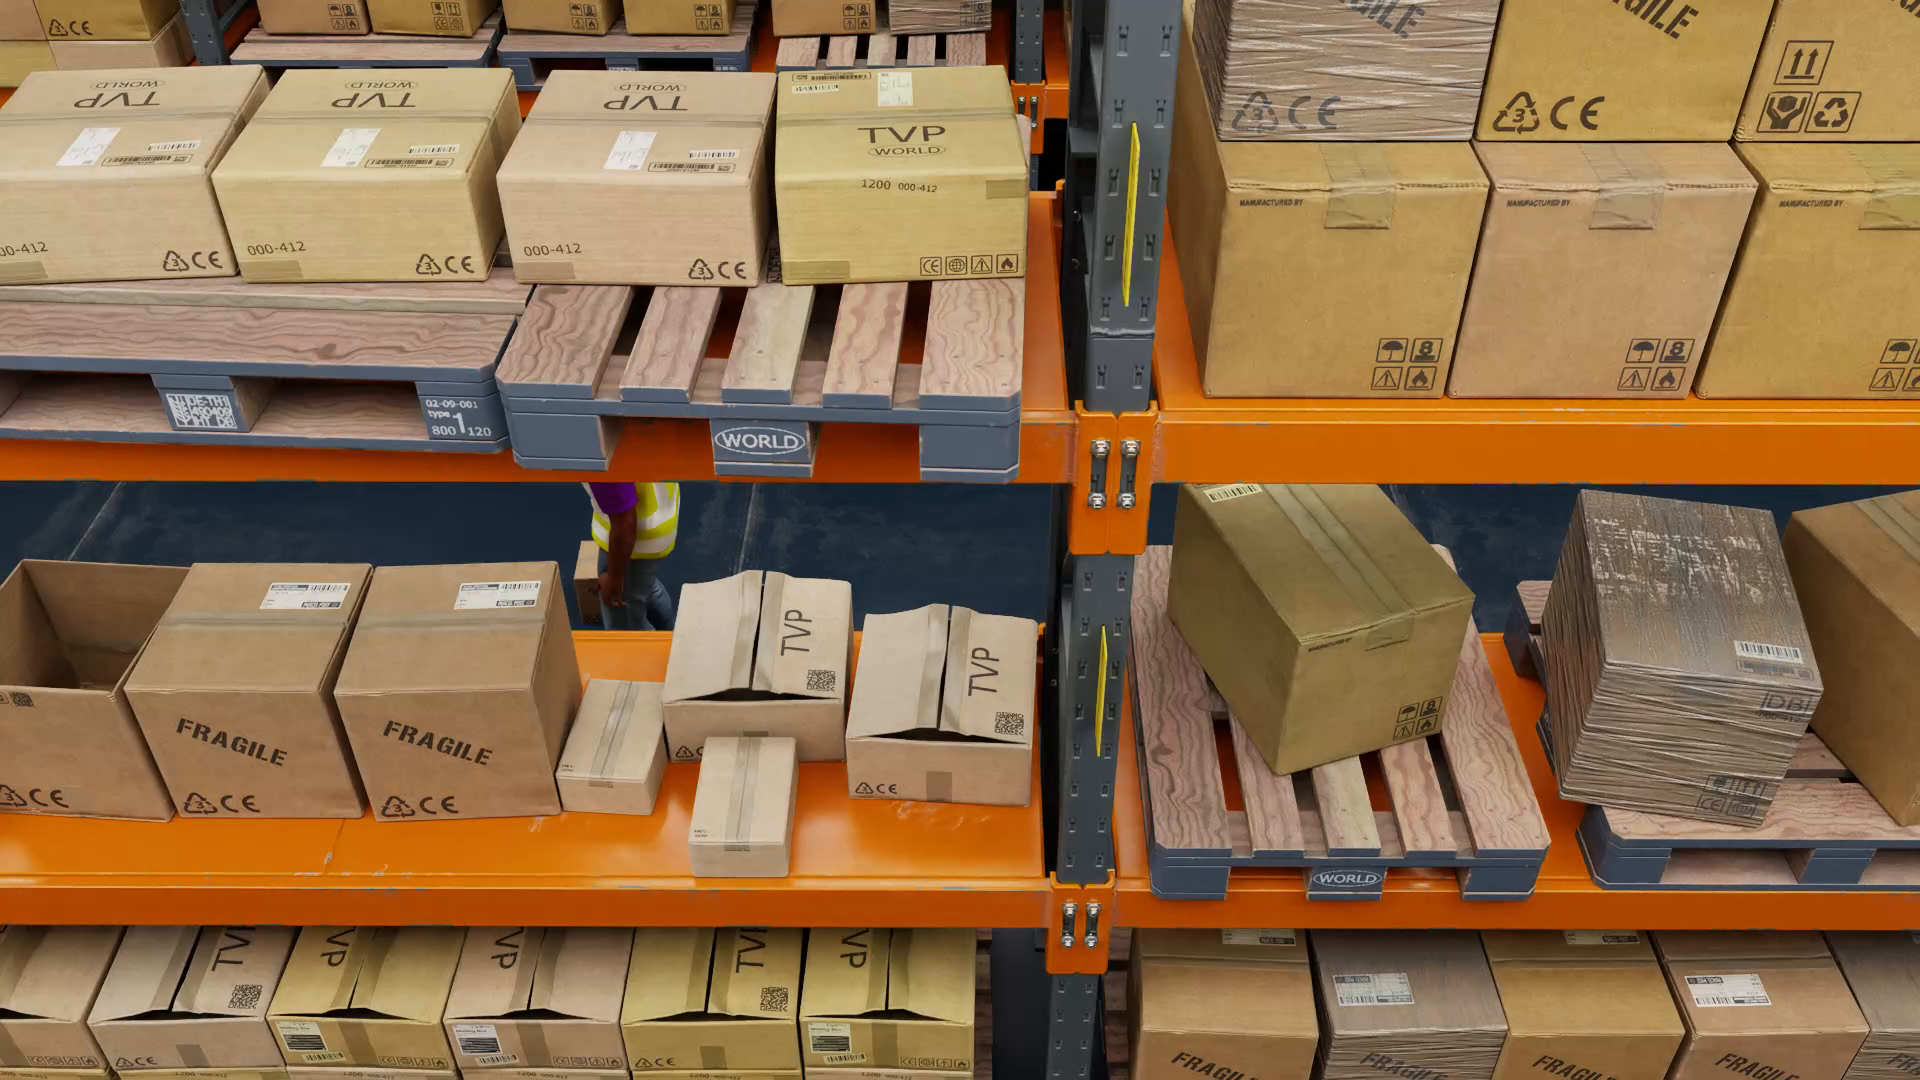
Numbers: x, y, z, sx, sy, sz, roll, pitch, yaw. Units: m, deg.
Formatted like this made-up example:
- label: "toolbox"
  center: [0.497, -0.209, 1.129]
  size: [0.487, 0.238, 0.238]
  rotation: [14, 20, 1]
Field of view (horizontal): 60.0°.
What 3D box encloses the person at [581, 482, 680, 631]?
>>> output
- label: "person"
  center: [-1.266, -0.049, 6.202]
  size: [0.461, 1.759, 0.631]
  rotation: [-2, 39, -3]
